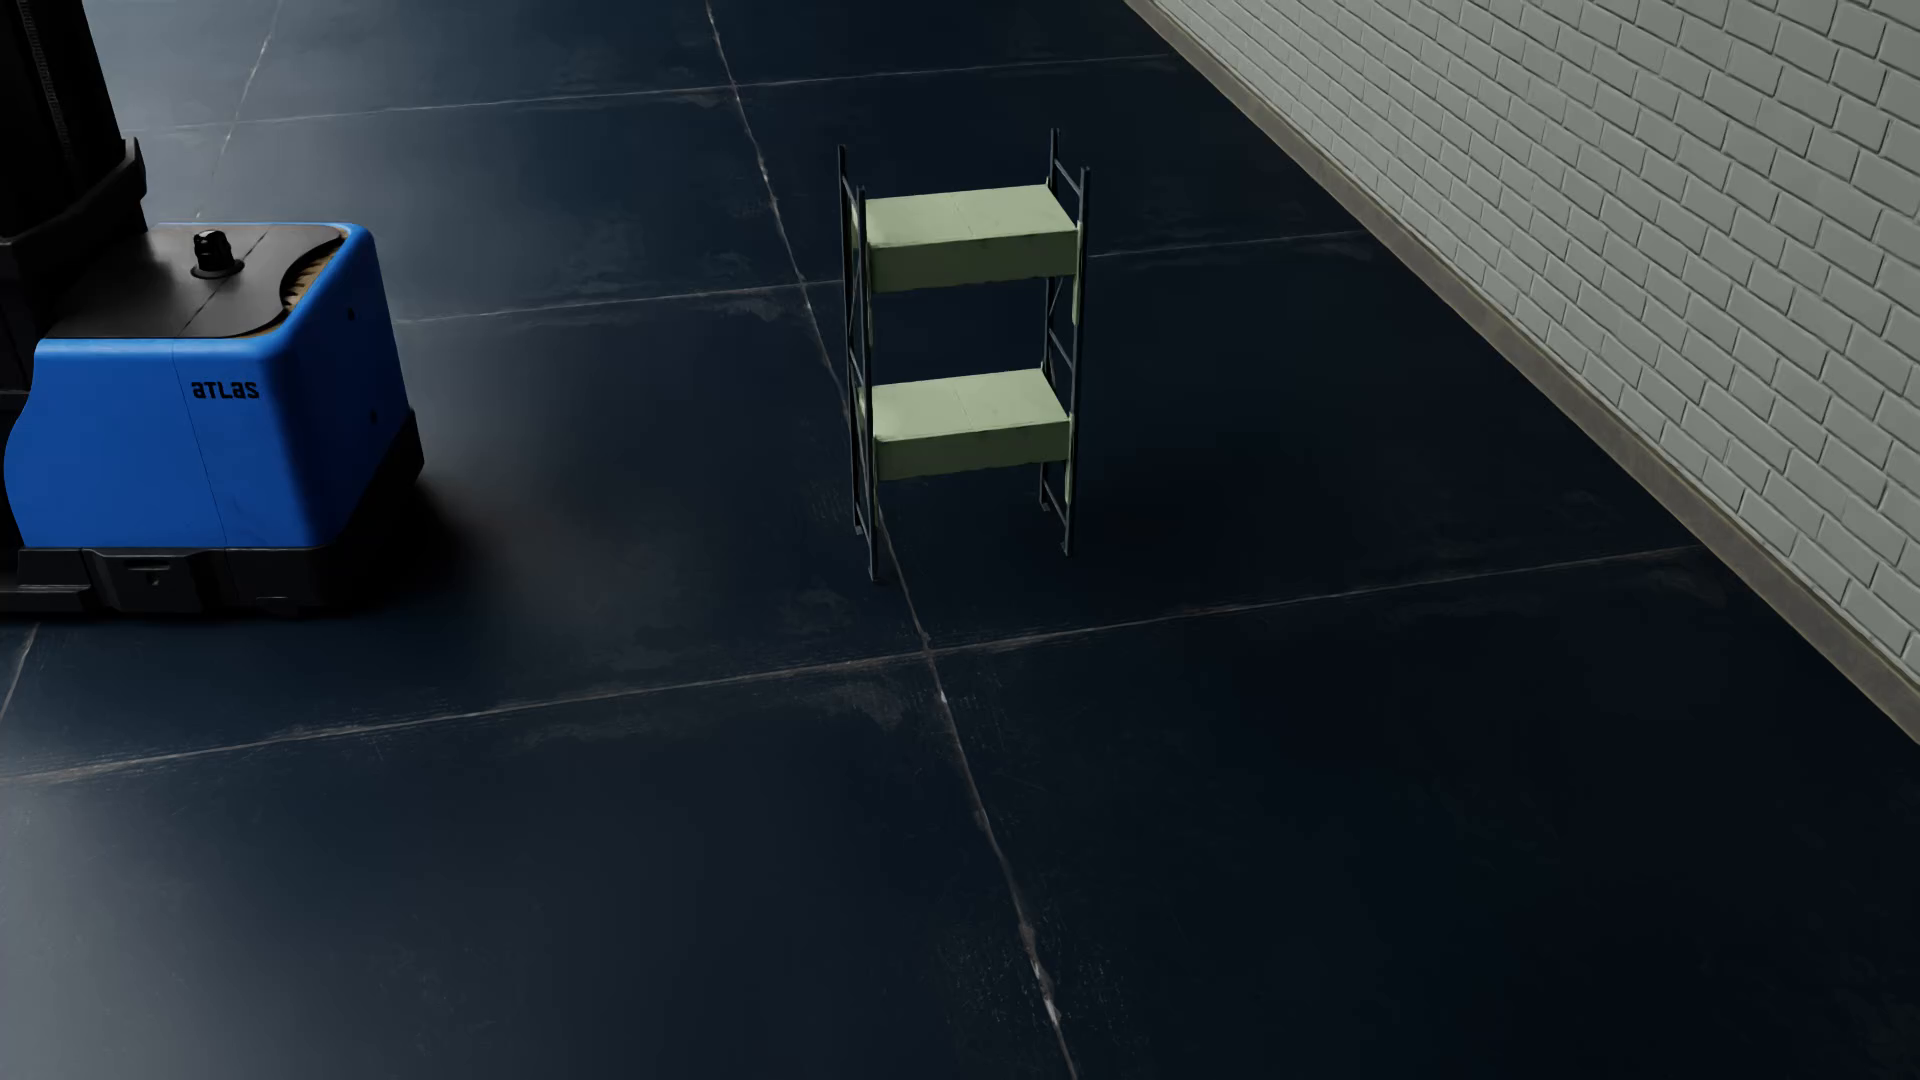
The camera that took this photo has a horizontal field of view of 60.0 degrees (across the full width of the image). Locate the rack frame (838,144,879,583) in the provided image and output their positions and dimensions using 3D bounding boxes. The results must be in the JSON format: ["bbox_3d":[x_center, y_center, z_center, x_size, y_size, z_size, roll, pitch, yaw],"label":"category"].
[{"bbox_3d":[-0.350,-0.579,5.766,0.023,1.500,0.400,-7,35,-11],"label":"rack frame"}]

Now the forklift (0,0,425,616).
[{"bbox_3d":[-3.631,-1.219,5.436,3.031,2.935,1.130,0,34,0],"label":"forklift"}]

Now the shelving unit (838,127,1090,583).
[{"bbox_3d":[0.007,-0.624,5.833,0.755,1.500,0.431,-7,35,-11],"label":"shelving unit"}]

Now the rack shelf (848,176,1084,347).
[{"bbox_3d":[0.007,-0.948,5.616,0.720,0.370,0.431,-7,35,-11],"label":"rack shelf"}]

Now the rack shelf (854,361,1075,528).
[{"bbox_3d":[0.007,-0.353,6.015,0.720,0.370,0.431,-7,35,-11],"label":"rack shelf"}]

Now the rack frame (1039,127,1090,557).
[{"bbox_3d":[0.363,-0.669,5.900,0.023,1.500,0.400,-7,35,-11],"label":"rack frame"}]
